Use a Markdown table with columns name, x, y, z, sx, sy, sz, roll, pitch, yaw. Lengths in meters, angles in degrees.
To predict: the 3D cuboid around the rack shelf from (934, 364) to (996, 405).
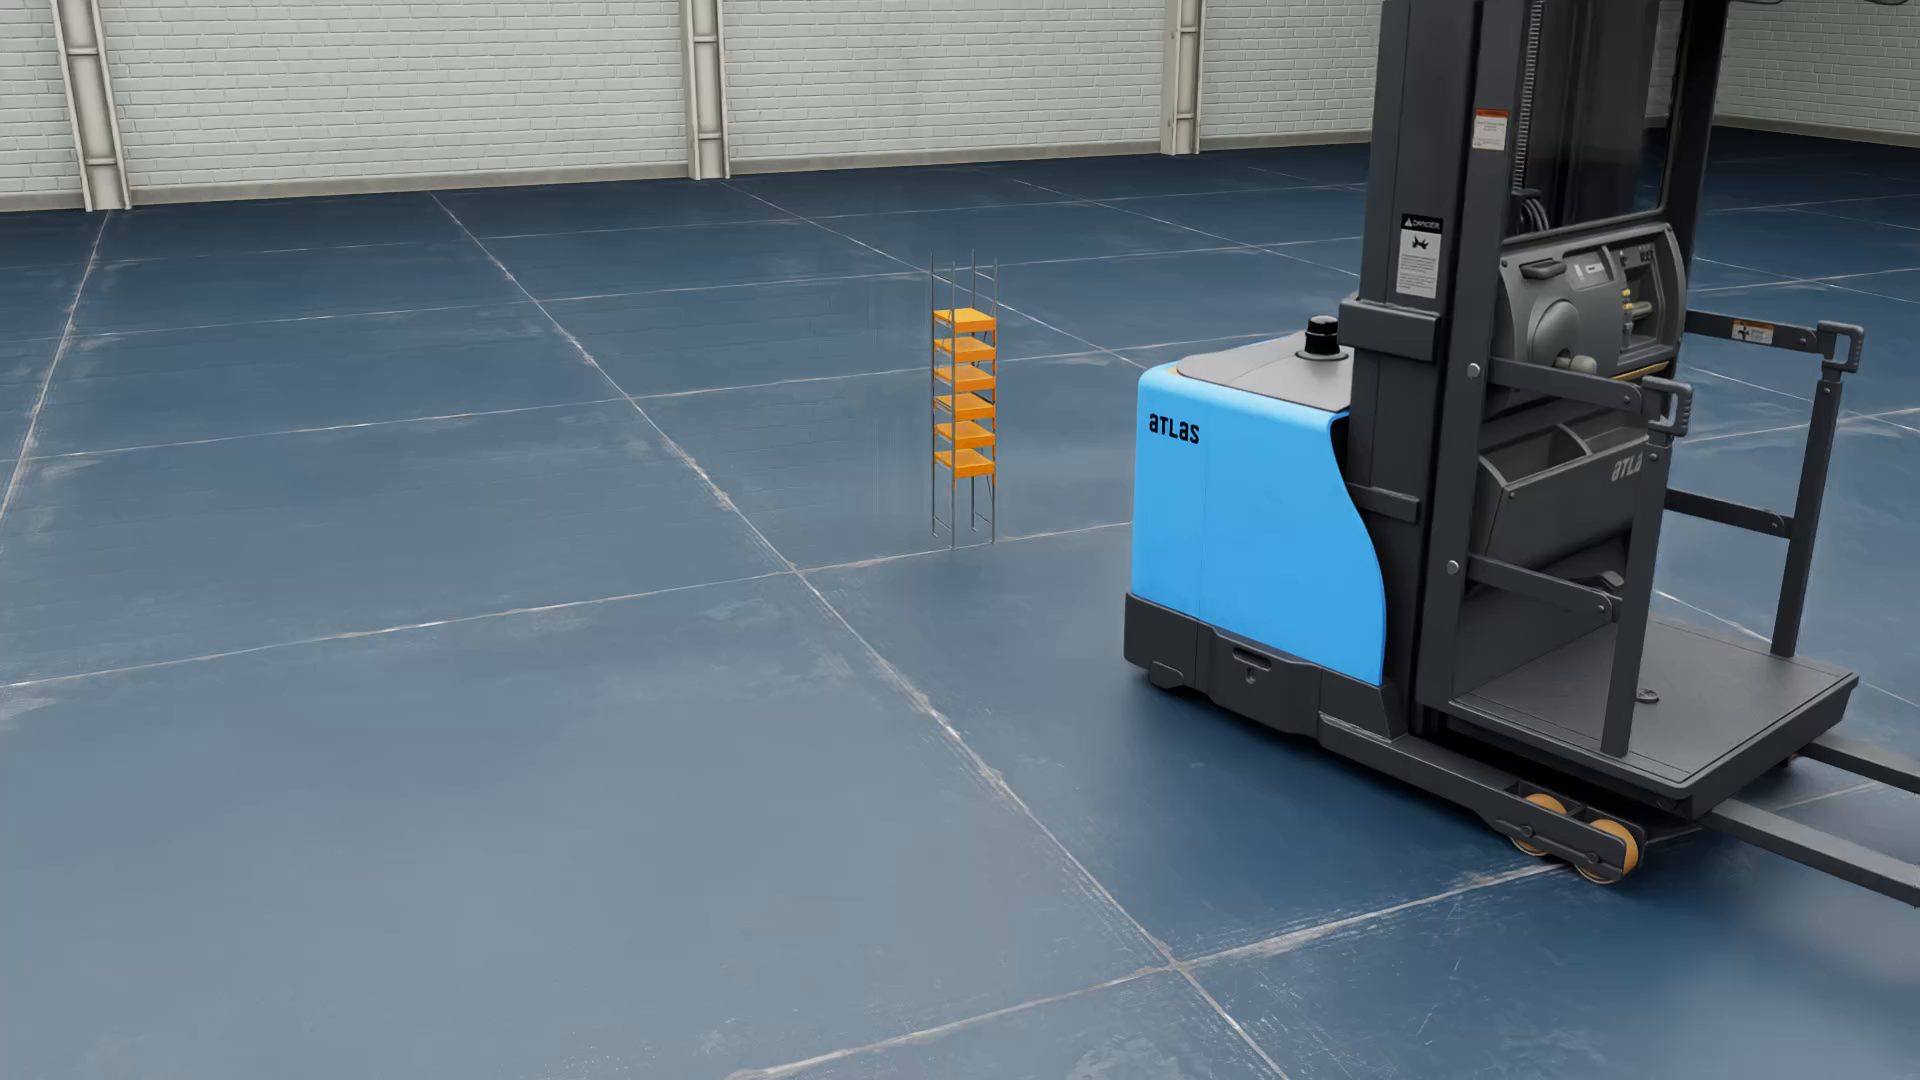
| name | x | y | z | sx | sy | sz | roll | pitch | yaw |
| --- | --- | --- | --- | --- | --- | --- | --- | --- | --- |
| rack shelf | 0.013 | -0.639 | 6.803 | 0.180 | 0.103 | 0.258 | -8 | 21 | -22 |

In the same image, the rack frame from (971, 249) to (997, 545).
| name | x | y | z | sx | sy | sz | roll | pitch | yaw |
| --- | --- | --- | --- | --- | --- | --- | --- | --- | --- |
| rack frame | 0.097 | -0.580 | 6.862 | 0.006 | 1.200 | 0.240 | -8 | 21 | -22 |

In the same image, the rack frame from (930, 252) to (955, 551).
| name | x | y | z | sx | sy | sz | roll | pitch | yaw |
| --- | --- | --- | --- | --- | --- | --- | --- | --- | --- |
| rack frame | -0.071 | -0.556 | 6.794 | 0.006 | 1.200 | 0.240 | -8 | 21 | -22 |

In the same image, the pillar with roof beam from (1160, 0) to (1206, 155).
| name | x | y | z | sx | sy | sz | roll | pitch | yaw |
| --- | --- | --- | --- | --- | --- | --- | --- | --- | --- |
| pillar with roof beam | 4.433 | -7.746 | 15.471 | 0.400 | 9.000 | 9.100 | -8 | 21 | -22 |

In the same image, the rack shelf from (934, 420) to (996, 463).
| name | x | y | z | sx | sy | sz | roll | pitch | yaw |
| --- | --- | --- | --- | --- | --- | --- | --- | --- | --- |
| rack shelf | 0.013 | -0.413 | 6.883 | 0.180 | 0.103 | 0.258 | -8 | 21 | -22 |

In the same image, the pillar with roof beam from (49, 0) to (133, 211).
| name | x | y | z | sx | sy | sz | roll | pitch | yaw |
| --- | --- | --- | --- | --- | --- | --- | --- | --- | --- |
| pillar with roof beam | -6.586 | -6.167 | 10.987 | 0.400 | 9.000 | 9.100 | -8 | 21 | -22 |

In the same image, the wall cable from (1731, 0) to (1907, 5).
| name | x | y | z | sx | sy | sz | roll | pitch | yaw |
| --- | --- | --- | --- | --- | --- | --- | --- | --- | --- |
| wall cable | 11.466 | -8.367 | 21.912 | 0.112 | 2.526 | 3.097 | -8 | 21 | -22 |

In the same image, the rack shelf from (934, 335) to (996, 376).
| name | x | y | z | sx | sy | sz | roll | pitch | yaw |
| --- | --- | --- | --- | --- | --- | --- | --- | --- | --- |
| rack shelf | 0.013 | -0.752 | 6.763 | 0.180 | 0.103 | 0.258 | -8 | 21 | -22 |

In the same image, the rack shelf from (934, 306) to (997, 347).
| name | x | y | z | sx | sy | sz | roll | pitch | yaw |
| --- | --- | --- | --- | --- | --- | --- | --- | --- | --- |
| rack shelf | 0.013 | -0.866 | 6.723 | 0.180 | 0.103 | 0.258 | -8 | 21 | -22 |

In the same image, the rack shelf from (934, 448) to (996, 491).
| name | x | y | z | sx | sy | sz | roll | pitch | yaw |
| --- | --- | --- | --- | --- | --- | --- | --- | --- | --- |
| rack shelf | 0.013 | -0.300 | 6.923 | 0.180 | 0.103 | 0.258 | -8 | 21 | -22 |

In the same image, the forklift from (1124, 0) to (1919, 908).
| name | x | y | z | sx | sy | sz | roll | pitch | yaw |
| --- | --- | --- | --- | --- | --- | --- | --- | --- | --- |
| forklift | 1.907 | -0.658 | 4.478 | 1.130 | 2.935 | 3.031 | -16 | 25 | -38 |

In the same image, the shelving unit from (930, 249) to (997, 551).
| name | x | y | z | sx | sy | sz | roll | pitch | yaw |
| --- | --- | --- | --- | --- | --- | --- | --- | --- | --- |
| shelving unit | 0.013 | -0.568 | 6.828 | 0.189 | 1.200 | 0.258 | -8 | 21 | -22 |

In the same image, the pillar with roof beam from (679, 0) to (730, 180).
| name | x | y | z | sx | sy | sz | roll | pitch | yaw |
| --- | --- | --- | --- | --- | --- | --- | --- | --- | --- |
| pillar with roof beam | -1.076 | -6.956 | 13.229 | 0.400 | 9.000 | 9.100 | -8 | 21 | -22 |

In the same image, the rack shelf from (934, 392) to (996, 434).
| name | x | y | z | sx | sy | sz | roll | pitch | yaw |
| --- | --- | --- | --- | --- | --- | --- | --- | --- | --- |
| rack shelf | 0.013 | -0.526 | 6.843 | 0.180 | 0.103 | 0.258 | -8 | 21 | -22 |
